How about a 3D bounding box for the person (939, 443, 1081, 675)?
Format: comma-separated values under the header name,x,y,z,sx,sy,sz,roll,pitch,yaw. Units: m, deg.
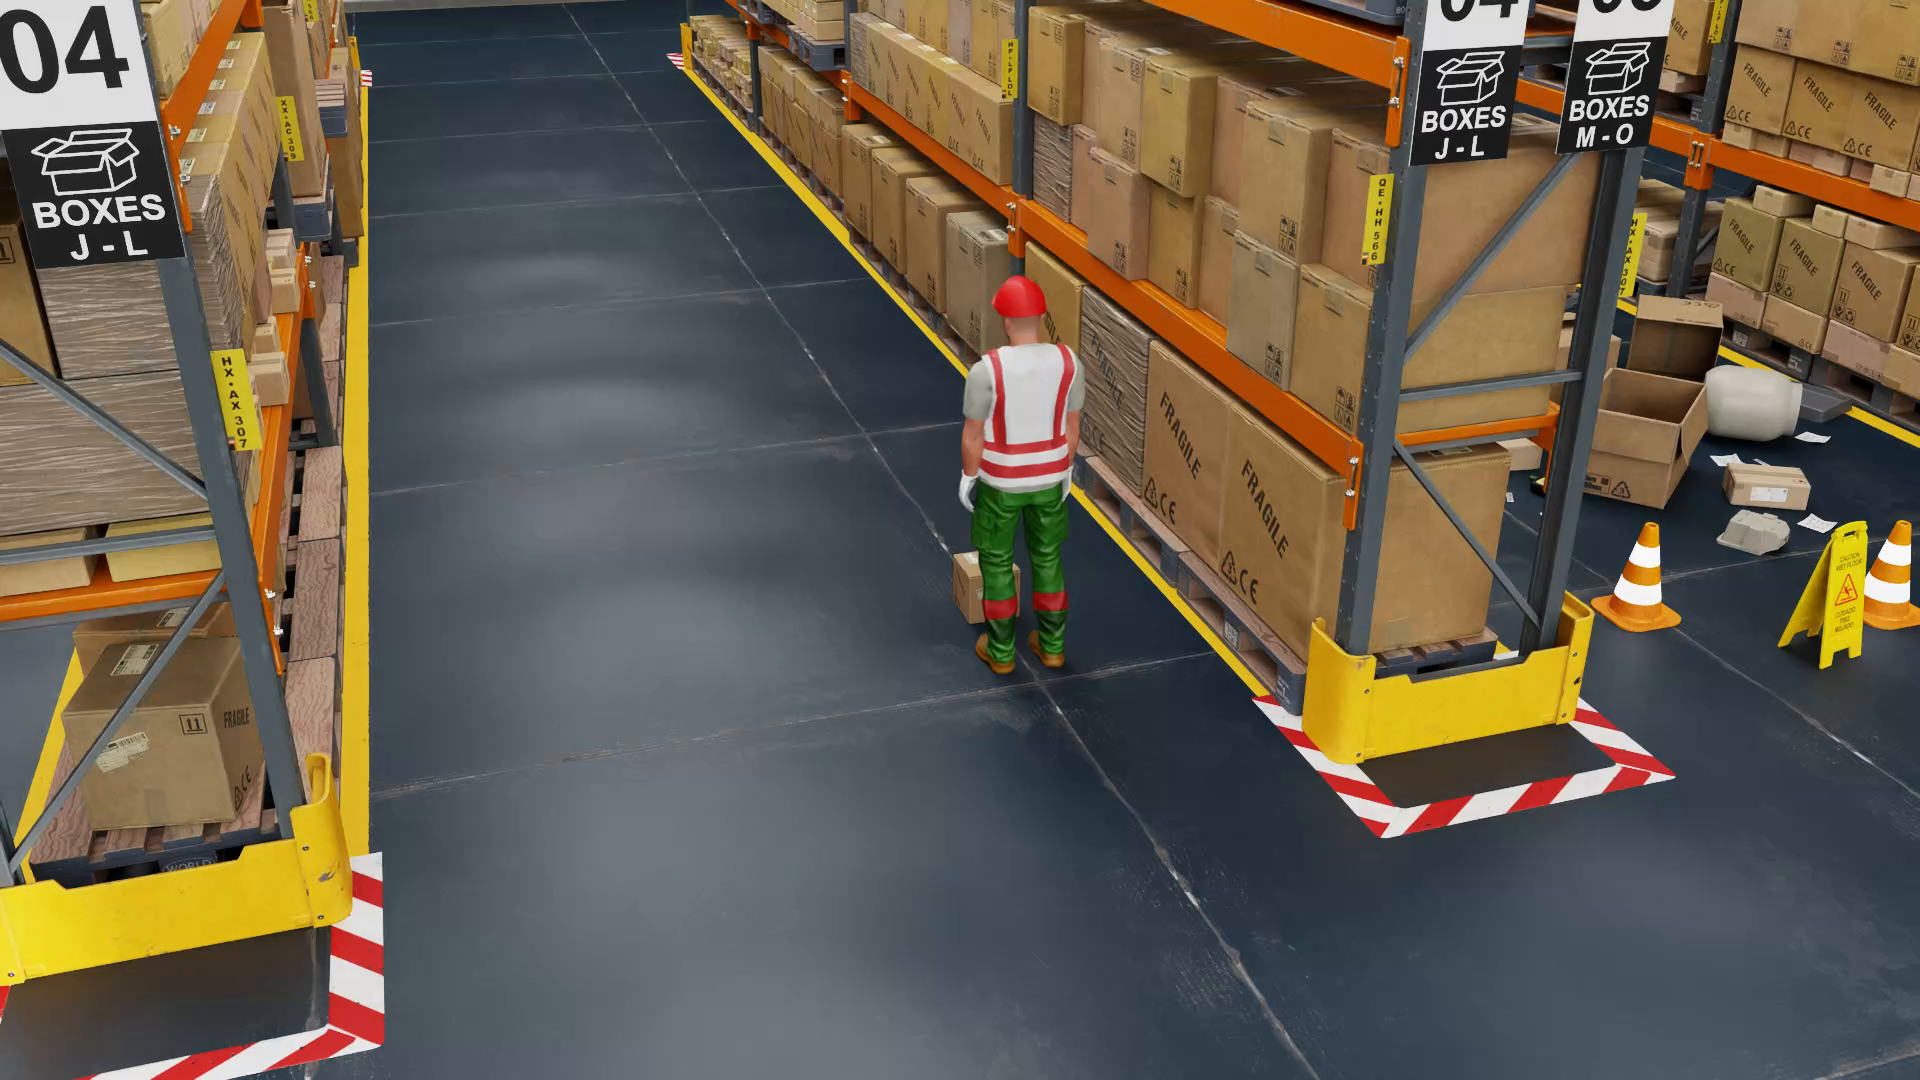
name,x,y,z,sx,sy,sz,roll,pitch,yaw
person,0.208,0.095,7.478,0.555,0.878,0.891,-8,27,-16
